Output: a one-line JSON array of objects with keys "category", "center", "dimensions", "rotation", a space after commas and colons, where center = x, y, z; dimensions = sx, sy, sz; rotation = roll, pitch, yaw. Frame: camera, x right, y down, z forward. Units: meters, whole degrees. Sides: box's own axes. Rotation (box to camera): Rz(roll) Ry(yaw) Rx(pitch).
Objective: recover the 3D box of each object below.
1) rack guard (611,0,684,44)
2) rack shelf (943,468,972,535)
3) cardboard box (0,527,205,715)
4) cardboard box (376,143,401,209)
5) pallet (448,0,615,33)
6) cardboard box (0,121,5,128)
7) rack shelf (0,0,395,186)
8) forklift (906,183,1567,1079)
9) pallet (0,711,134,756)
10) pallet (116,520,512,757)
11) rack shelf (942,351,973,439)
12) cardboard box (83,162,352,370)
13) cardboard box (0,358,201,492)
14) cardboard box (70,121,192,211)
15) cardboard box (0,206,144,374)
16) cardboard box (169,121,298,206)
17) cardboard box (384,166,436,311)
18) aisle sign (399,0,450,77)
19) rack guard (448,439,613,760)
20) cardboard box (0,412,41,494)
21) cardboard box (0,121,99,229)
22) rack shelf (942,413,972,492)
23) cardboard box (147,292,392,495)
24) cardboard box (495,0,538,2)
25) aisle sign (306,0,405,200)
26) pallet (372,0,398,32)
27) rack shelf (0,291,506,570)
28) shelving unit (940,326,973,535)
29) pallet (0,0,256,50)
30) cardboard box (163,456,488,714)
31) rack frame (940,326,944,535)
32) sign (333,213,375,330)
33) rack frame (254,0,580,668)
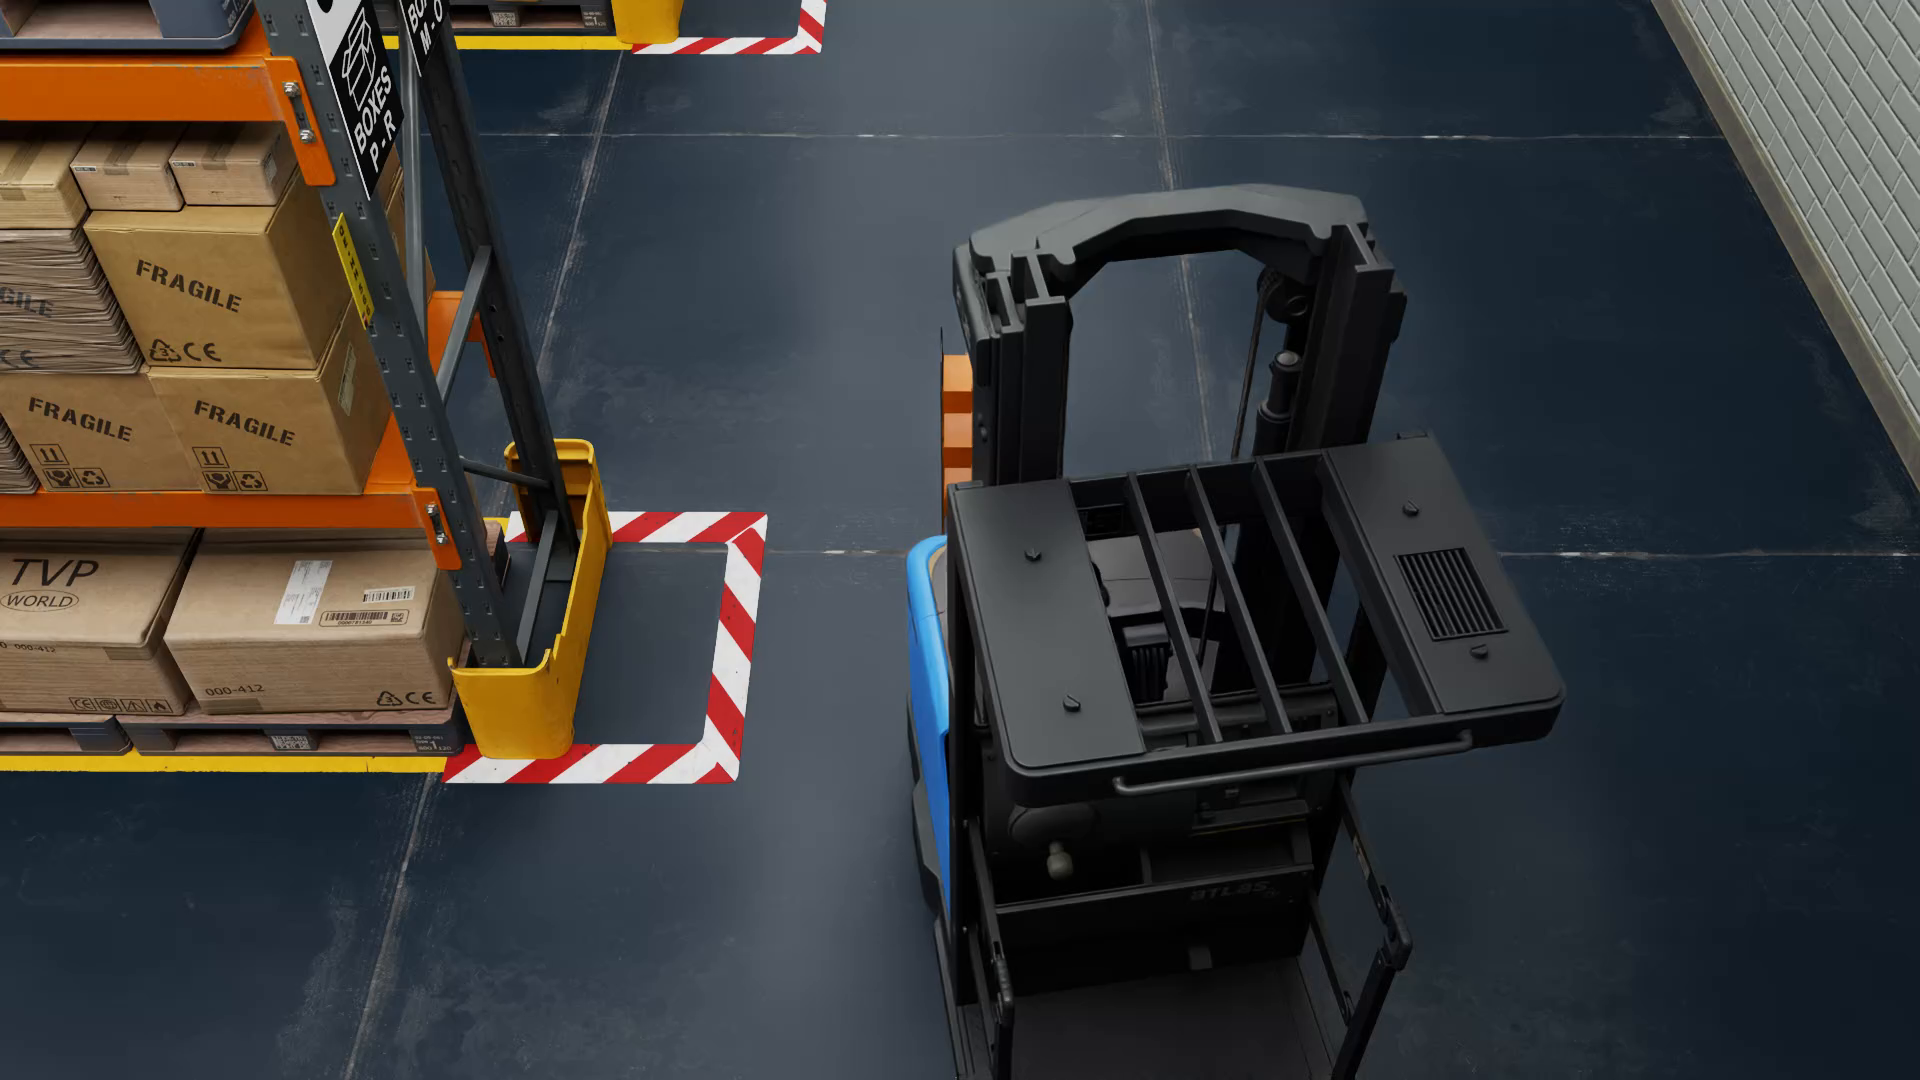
[{"category": "rack guard", "center": [-1.783, -3.420, 9.673], "dimensions": [0.348, 0.500, 1.175], "rotation": [0, 47, 0]}, {"category": "rack shelf", "center": [0.054, -0.161, 6.658], "dimensions": [0.240, 0.259, 0.215], "rotation": [0, 47, 0]}, {"category": "cardboard box", "center": [-3.200, 0.157, 6.099], "dimensions": [0.875, 0.438, 0.875], "rotation": [1, 47, 1]}, {"category": "cardboard box", "center": [-2.103, -1.233, 5.178], "dimensions": [0.500, 0.500, 0.500], "rotation": [-1, 47, -1]}, {"category": "pallet", "center": [-2.595, -3.350, 9.805], "dimensions": [1.213, 0.211, 1.003], "rotation": [0, 47, 0]}, {"category": "cardboard box", "center": [-2.748, -1.051, 4.566], "dimensions": [0.250, 0.149, 0.380], "rotation": [1, 47, 1]}, {"category": "rack shelf", "center": [-3.625, -1.430, 4.555], "dimensions": [4.000, 0.370, 1.077], "rotation": [0, 47, 0]}, {"category": "forklift", "center": [0.554, 0.738, 4.142], "dimensions": [1.130, 2.935, 3.031], "rotation": [-7, 47, -6]}, {"category": "pallet", "center": [-3.641, 0.352, 6.359], "dimensions": [1.213, 0.211, 1.003], "rotation": [0, 47, 0]}, {"category": "pallet", "center": [-2.424, 0.357, 6.354], "dimensions": [1.213, 0.211, 1.003], "rotation": [0, 47, 0]}, {"category": "rack shelf", "center": [0.054, -0.544, 6.246], "dimensions": [0.240, 0.259, 0.215], "rotation": [0, 47, 0]}, {"category": "cardboard box", "center": [-2.107, -0.850, 4.821], "dimensions": [0.500, 0.500, 0.500], "rotation": [2, 47, 1]}, {"category": "cardboard box", "center": [-2.610, -0.502, 5.181], "dimensions": [0.500, 0.500, 0.500], "rotation": [-1, 47, -1]}, {"category": "cardboard box", "center": [-2.238, -1.081, 4.594], "dimensions": [0.250, 0.149, 0.380], "rotation": [1, 47, 1]}, {"category": "cardboard box", "center": [-2.630, -0.830, 4.803], "dimensions": [0.500, 0.500, 0.500], "rotation": [0, 47, 0]}, {"category": "cardboard box", "center": [-1.984, -1.098, 4.609], "dimensions": [0.250, 0.149, 0.380], "rotation": [1, 47, 1]}, {"category": "cardboard box", "center": [-2.103, -0.894, 5.545], "dimensions": [0.500, 0.500, 0.500], "rotation": [0, 47, 0]}, {"category": "aisle sign", "center": [-1.551, -1.746, 4.631], "dimensions": [0.004, 0.787, 0.394], "rotation": [0, 47, 0]}, {"category": "rack guard", "center": [-1.601, 0.204, 6.300], "dimensions": [0.348, 0.500, 1.175], "rotation": [0, 47, 0]}, {"category": "cardboard box", "center": [-3.124, -0.496, 5.175], "dimensions": [0.500, 0.500, 0.500], "rotation": [1, 47, 1]}, {"category": "cardboard box", "center": [-2.497, -1.020, 4.537], "dimensions": [0.250, 0.149, 0.380], "rotation": [0, 47, 0]}, {"category": "rack shelf", "center": [0.054, -0.350, 6.454], "dimensions": [0.240, 0.259, 0.215], "rotation": [0, 47, 0]}, {"category": "cardboard box", "center": [-2.108, -0.490, 5.169], "dimensions": [0.500, 0.500, 0.500], "rotation": [0, 47, 0]}, {"category": "cardboard box", "center": [-2.492, -3.219, 9.438], "dimensions": [0.250, 0.149, 0.380], "rotation": [1, 47, 1]}, {"category": "aisle sign", "center": [-1.554, -1.307, 4.222], "dimensions": [0.004, 0.787, 0.394], "rotation": [0, 47, 0]}, {"category": "pallet", "center": [-3.812, -3.355, 9.810], "dimensions": [1.213, 0.211, 1.003], "rotation": [0, 47, 0]}, {"category": "rack shelf", "center": [-3.625, -0.408, 5.653], "dimensions": [4.000, 0.370, 1.077], "rotation": [0, 47, 0]}, {"category": "shelving unit", "center": [0.054, -0.358, 6.446], "dimensions": [0.252, 1.050, 0.215], "rotation": [0, 47, 0]}, {"category": "pallet", "center": [-2.366, -1.634, 4.314], "dimensions": [1.213, 0.211, 1.003], "rotation": [0, 47, 0]}, {"category": "cardboard box", "center": [-2.285, 0.153, 6.103], "dimensions": [0.875, 0.438, 0.875], "rotation": [-1, 47, -1]}, {"category": "rack frame", "center": [-0.068, -0.358, 6.447], "dimensions": [0.008, 1.050, 0.200], "rotation": [0, 47, 0]}, {"category": "sign", "center": [-1.640, -0.726, 4.505], "dimensions": [0.005, 0.325, 0.100], "rotation": [0, 47, 0]}, {"category": "rack frame", "center": [-1.625, -0.648, 5.385], "dimensions": [0.127, 3.000, 1.000], "rotation": [0, 47, 0]}]
